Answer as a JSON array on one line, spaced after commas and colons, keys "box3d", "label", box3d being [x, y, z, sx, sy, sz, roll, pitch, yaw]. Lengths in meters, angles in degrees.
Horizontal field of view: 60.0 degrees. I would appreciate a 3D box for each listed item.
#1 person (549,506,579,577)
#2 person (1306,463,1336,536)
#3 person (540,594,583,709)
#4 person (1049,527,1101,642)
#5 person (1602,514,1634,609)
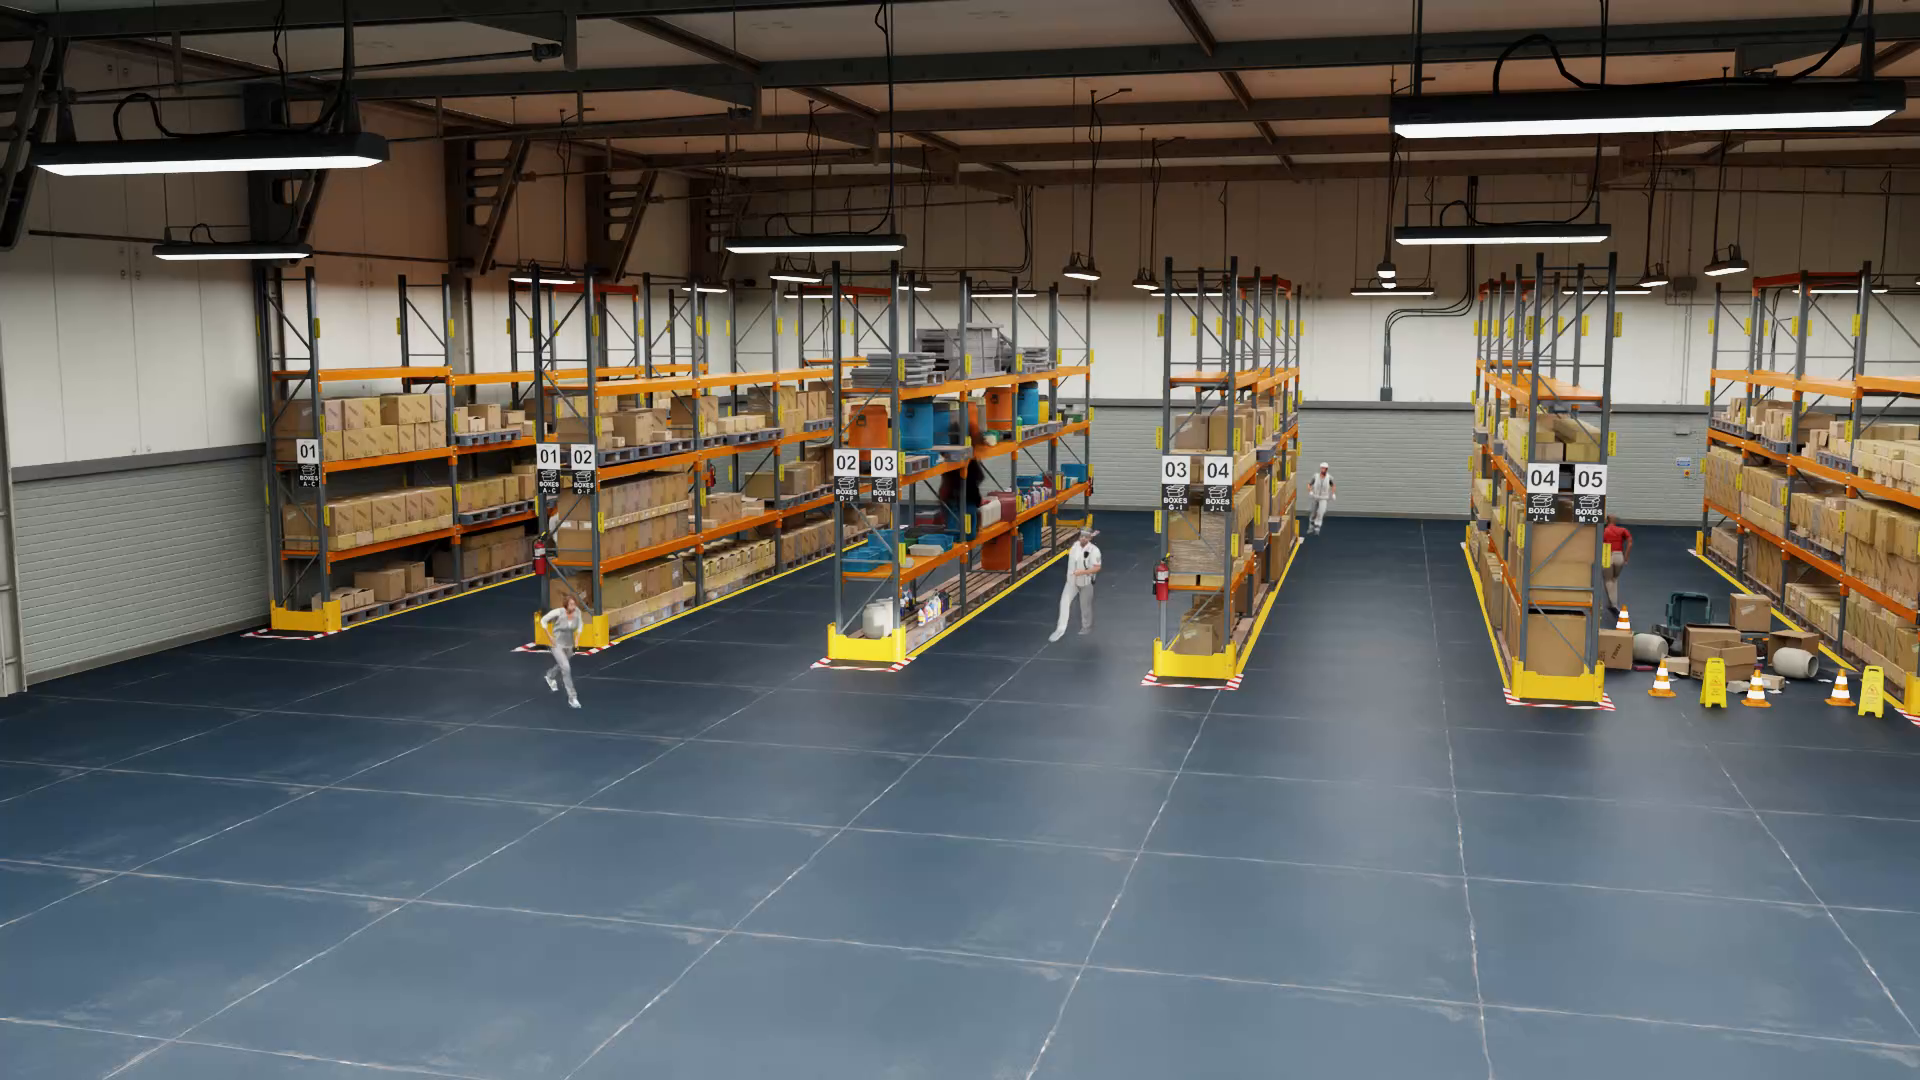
[{"box3d": [-7.701, 0.065, 32.578, 0.676, 1.610, 0.892, -2, 7, -12], "label": "person"}, {"box3d": [8.659, -0.980, 39.905, 0.707, 1.768, 1.008, 2, 8, 15], "label": "person"}, {"box3d": [-5.365, 1.449, 22.279, 0.567, 1.547, 0.911, -5, 9, -35], "label": "person"}, {"box3d": [1.841, 0.649, 25.436, 0.723, 1.757, 0.827, 4, 8, 27], "label": "person"}, {"box3d": [11.649, 0.418, 29.717, 0.604, 1.758, 0.839, 0, 7, 1], "label": "person"}]
